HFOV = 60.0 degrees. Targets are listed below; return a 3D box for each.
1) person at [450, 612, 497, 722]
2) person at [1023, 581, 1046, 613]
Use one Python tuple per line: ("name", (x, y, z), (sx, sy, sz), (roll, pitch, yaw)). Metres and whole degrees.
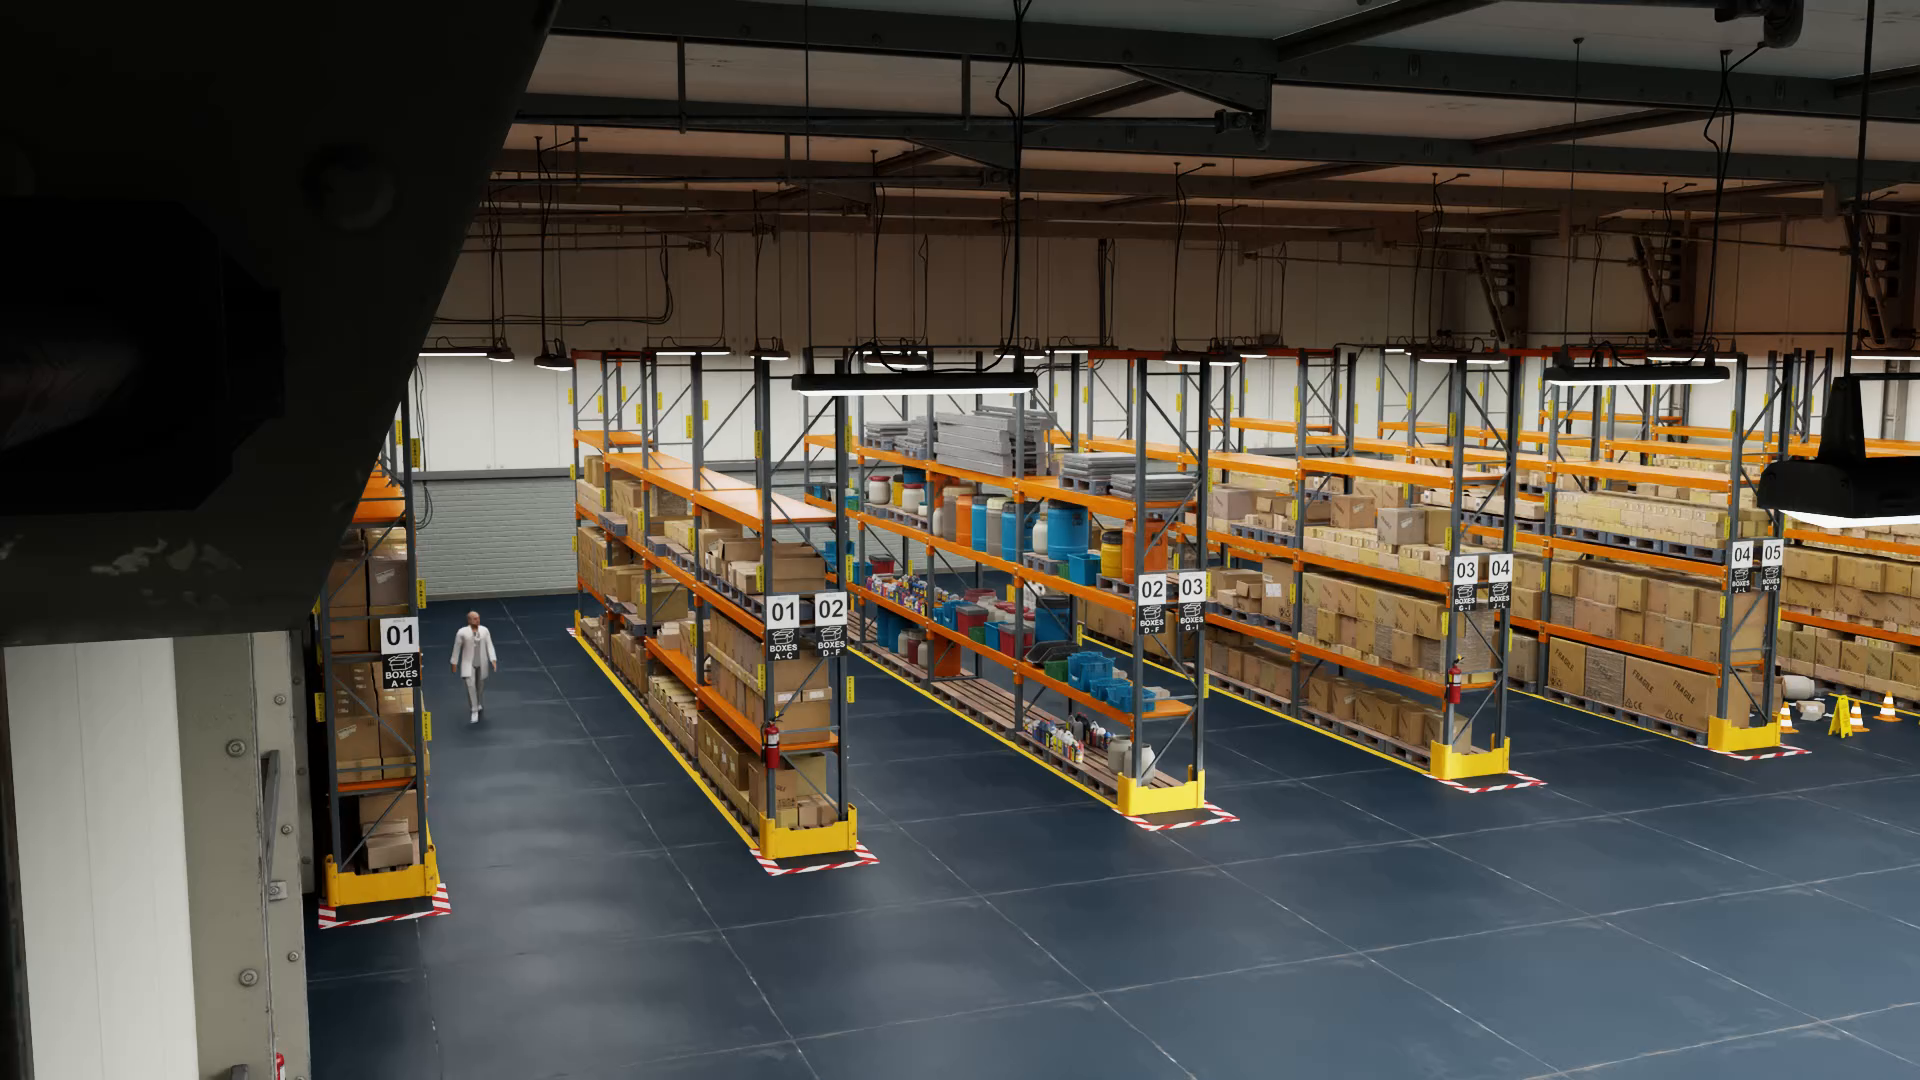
("person", (-8.017, 2.042, 27.446), (0.704, 1.728, 1.099), (-4, 8, -29))
("person", (1.514, 1.378, 33.248), (0.461, 1.620, 1.061), (-4, 8, -31))
